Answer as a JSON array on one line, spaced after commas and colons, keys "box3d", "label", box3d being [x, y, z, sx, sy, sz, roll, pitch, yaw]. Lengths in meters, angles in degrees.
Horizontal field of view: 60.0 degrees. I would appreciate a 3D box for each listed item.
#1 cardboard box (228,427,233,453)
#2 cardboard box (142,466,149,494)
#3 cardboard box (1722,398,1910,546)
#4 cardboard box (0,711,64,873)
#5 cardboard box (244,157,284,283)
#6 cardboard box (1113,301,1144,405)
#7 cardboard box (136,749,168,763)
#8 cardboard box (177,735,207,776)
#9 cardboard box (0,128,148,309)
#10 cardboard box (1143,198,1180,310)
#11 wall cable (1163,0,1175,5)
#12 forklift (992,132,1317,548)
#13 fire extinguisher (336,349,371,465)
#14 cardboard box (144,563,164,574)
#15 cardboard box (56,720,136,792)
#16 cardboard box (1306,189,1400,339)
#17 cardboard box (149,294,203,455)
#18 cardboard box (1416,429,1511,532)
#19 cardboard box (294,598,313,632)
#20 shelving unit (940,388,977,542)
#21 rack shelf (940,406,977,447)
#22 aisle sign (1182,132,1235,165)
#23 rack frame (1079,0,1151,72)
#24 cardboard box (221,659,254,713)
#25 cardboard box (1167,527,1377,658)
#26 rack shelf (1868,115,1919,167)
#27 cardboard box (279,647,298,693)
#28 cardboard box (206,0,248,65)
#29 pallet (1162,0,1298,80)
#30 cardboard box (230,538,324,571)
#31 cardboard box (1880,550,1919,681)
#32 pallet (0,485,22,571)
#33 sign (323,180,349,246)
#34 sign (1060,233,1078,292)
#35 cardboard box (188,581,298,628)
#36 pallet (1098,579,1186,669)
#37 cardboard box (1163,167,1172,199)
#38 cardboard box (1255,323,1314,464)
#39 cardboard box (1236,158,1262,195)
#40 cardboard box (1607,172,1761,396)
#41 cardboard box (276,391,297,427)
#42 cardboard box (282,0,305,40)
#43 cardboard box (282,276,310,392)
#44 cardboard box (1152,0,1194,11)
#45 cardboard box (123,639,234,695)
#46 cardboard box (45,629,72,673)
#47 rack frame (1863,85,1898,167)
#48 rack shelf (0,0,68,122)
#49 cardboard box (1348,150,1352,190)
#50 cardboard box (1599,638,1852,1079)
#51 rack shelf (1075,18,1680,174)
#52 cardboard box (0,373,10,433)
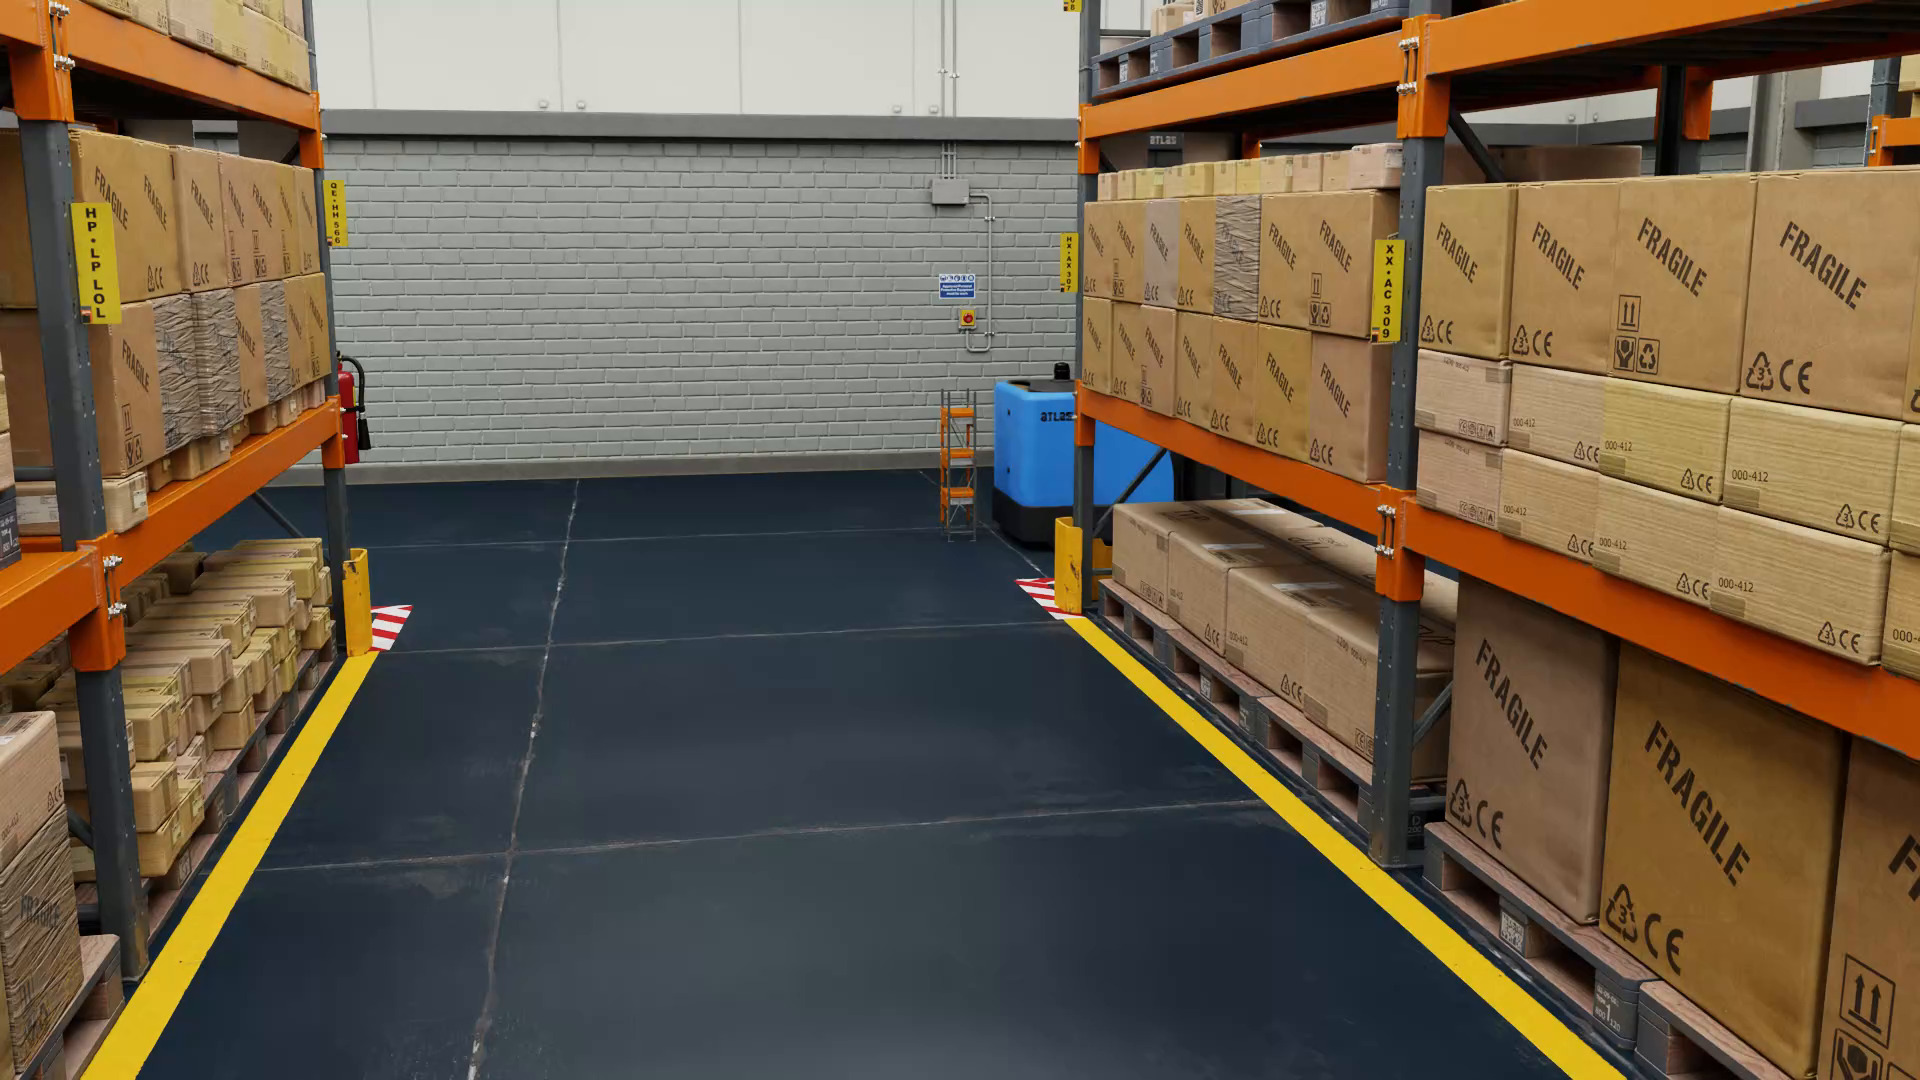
[{"box3d": [-3.040, -0.394, 6.414, 0.380, 0.149, 0.250, -2, 11, -9], "label": "cardboard box"}, {"box3d": [-2.865, -0.198, 5.386, 0.380, 0.149, 0.250, -3, 11, -14], "label": "cardboard box"}, {"box3d": [2.042, -0.165, 3.603, 0.500, 0.250, 0.500, -2, 11, -13], "label": "cardboard box"}, {"box3d": [-2.512, 0.615, 4.001, 0.500, 0.250, 0.500, -2, 11, -13], "label": "cardboard box"}, {"box3d": [-3.141, -1.323, 6.889, 0.500, 0.500, 0.500, -2, 11, -8], "label": "cardboard box"}, {"box3d": [1.091, -0.957, 8.435, 0.500, 0.500, 0.500, -2, 11, -12], "label": "cardboard box"}, {"box3d": [-2.798, 0.761, 5.382, 0.380, 0.149, 0.250, -2, 11, -11], "label": "cardboard box"}, {"box3d": [-2.910, 0.813, 5.906, 0.380, 0.149, 0.250, -2, 11, -12], "label": "cardboard box"}, {"box3d": [-2.753, -0.944, 4.897, 0.500, 0.500, 0.500, -2, 11, -10], "label": "cardboard box"}, {"box3d": [1.182, -1.351, 7.833, 0.500, 0.500, 0.500, -2, 11, -11], "label": "cardboard box"}, {"box3d": [3.249, -5.218, 14.943, 2.988, 3.039, 0.133, -2, 11, -11], "label": "wall cable"}, {"box3d": [1.805, -1.502, 11.747, 3.031, 2.935, 1.130, -2, 11, -11], "label": "forklift"}, {"box3d": [-3.279, -0.741, 8.773, 0.296, 0.674, 0.183, -2, 11, -11], "label": "fire extinguisher"}, {"box3d": [-3.819, 0.208, 7.492, 0.380, 0.149, 0.250, -2, 11, -11], "label": "cardboard box"}, {"box3d": [-2.768, 0.665, 5.089, 0.380, 0.149, 0.250, -2, 11, -9], "label": "cardboard box"}, {"box3d": [1.569, -0.981, 5.888, 0.500, 0.500, 0.500, -2, 11, -11], "label": "cardboard box"}, {"box3d": [-2.857, -0.552, 5.510, 0.500, 0.500, 0.500, -2, 11, -11], "label": "cardboard box"}, {"box3d": [1.758, -0.200, 5.129, 0.500, 0.250, 0.500, -2, 11, -12], "label": "cardboard box"}, {"box3d": [-3.197, 0.330, 7.645, 0.380, 0.149, 0.250, -3, 11, -13], "label": "cardboard box"}, {"box3d": [-0.010, -0.526, 11.650, 0.215, 1.050, 0.252, -2, 11, -11], "label": "shelving unit"}, {"box3d": [-0.010, -0.794, 11.599, 0.215, 0.259, 0.240, -2, 11, -11], "label": "rack shelf"}, {"box3d": [1.444, -2.400, 9.329, 0.394, 0.787, 0.004, -2, 11, -11], "label": "aisle sign"}, {"box3d": [1.153, -4.045, 8.883, 1.000, 3.000, 0.127, -2, 11, -11], "label": "rack frame"}, {"box3d": [-2.948, 0.568, 6.396, 0.380, 0.149, 0.250, -2, 11, -11], "label": "cardboard box"}, {"box3d": [1.566, 0.239, 8.147, 0.875, 0.438, 0.875, -2, 11, -9], "label": "cardboard box"}, {"box3d": [6.411, -2.033, 8.255, 1.077, 0.370, 4.000, -2, 11, -11], "label": "rack shelf"}, {"box3d": [-3.087, 0.568, 7.192, 0.380, 0.149, 0.250, -3, 11, -14], "label": "cardboard box"}, {"box3d": [-3.022, -1.944, 6.267, 0.500, 0.250, 0.500, -2, 11, -8], "label": "cardboard box"}, {"box3d": [1.549, -2.168, 7.280, 1.003, 0.211, 1.213, -2, 11, -11], "label": "pallet"}, {"box3d": [-3.331, 0.090, 8.110, 0.380, 0.149, 0.250, -2, 11, -10], "label": "cardboard box"}, {"box3d": [2.159, 0.173, 3.164, 0.500, 0.250, 0.500, -2, 11, -12], "label": "cardboard box"}, {"box3d": [-2.898, 0.074, 3.800, 1.003, 0.211, 1.213, -2, 11, -11], "label": "pallet"}, {"box3d": [-3.134, -1.640, 8.349, 0.100, 0.325, 0.005, -2, 11, -11], "label": "sign"}, {"box3d": [0.608, -1.543, 9.255, 0.100, 0.325, 0.005, -2, 11, -11], "label": "sign"}, {"box3d": [-3.068, 0.278, 7.122, 0.380, 0.149, 0.250, -2, 11, -9], "label": "cardboard box"}, {"box3d": [1.386, 0.416, 8.949, 1.003, 0.211, 1.213, -2, 11, -11], "label": "pallet"}, {"box3d": [1.182, -1.691, 7.881, 0.380, 0.149, 0.250, -2, 11, -10], "label": "cardboard box"}, {"box3d": [1.485, -0.584, 6.472, 0.500, 0.500, 0.500, -2, 11, -12], "label": "cardboard box"}, {"box3d": [1.373, -1.505, 6.905, 0.380, 0.149, 0.250, -2, 11, -12], "label": "cardboard box"}, {"box3d": [1.956, -0.629, 4.039, 0.500, 0.500, 0.500, -2, 11, -12], "label": "cardboard box"}, {"box3d": [-3.194, -0.588, 7.437, 0.380, 0.149, 0.250, -2, 11, -9], "label": "cardboard box"}, {"box3d": [-3.343, -2.470, 7.692, 0.500, 0.250, 0.500, -2, 11, -13], "label": "cardboard box"}, {"box3d": [-3.247, -0.927, 7.482, 0.500, 0.500, 0.500, -2, 11, -12], "label": "cardboard box"}, {"box3d": [1.329, -2.674, 8.712, 0.500, 0.250, 0.500, -3, 11, -16], "label": "cardboard box"}, {"box3d": [-2.904, 0.471, 6.108, 0.380, 0.149, 0.250, -2, 11, -10], "label": "cardboard box"}, {"box3d": [-3.555, 0.444, 6.253, 0.380, 0.149, 0.250, -3, 11, -13], "label": "cardboard box"}, {"box3d": [6.022, -1.279, 10.395, 1.000, 3.000, 0.127, -2, 11, -11], "label": "rack frame"}, {"box3d": [-2.515, -0.919, 2.405, 1.077, 0.370, 4.000, -2, 11, -11], "label": "rack shelf"}, {"box3d": [1.615, -1.321, 5.936, 0.380, 0.149, 0.250, -2, 11, -10], "label": "cardboard box"}, {"box3d": [2.314, 0.749, 4.297, 0.875, 0.875, 0.875, -2, 11, -9], "label": "cardboard box"}, {"box3d": [1.542, -1.851, 7.303, 1.077, 0.370, 4.000, -2, 11, -11], "label": "rack shelf"}, {"box3d": [-2.633, -0.329, 4.157, 0.380, 0.149, 0.250, -2, 11, -9], "label": "cardboard box"}]
